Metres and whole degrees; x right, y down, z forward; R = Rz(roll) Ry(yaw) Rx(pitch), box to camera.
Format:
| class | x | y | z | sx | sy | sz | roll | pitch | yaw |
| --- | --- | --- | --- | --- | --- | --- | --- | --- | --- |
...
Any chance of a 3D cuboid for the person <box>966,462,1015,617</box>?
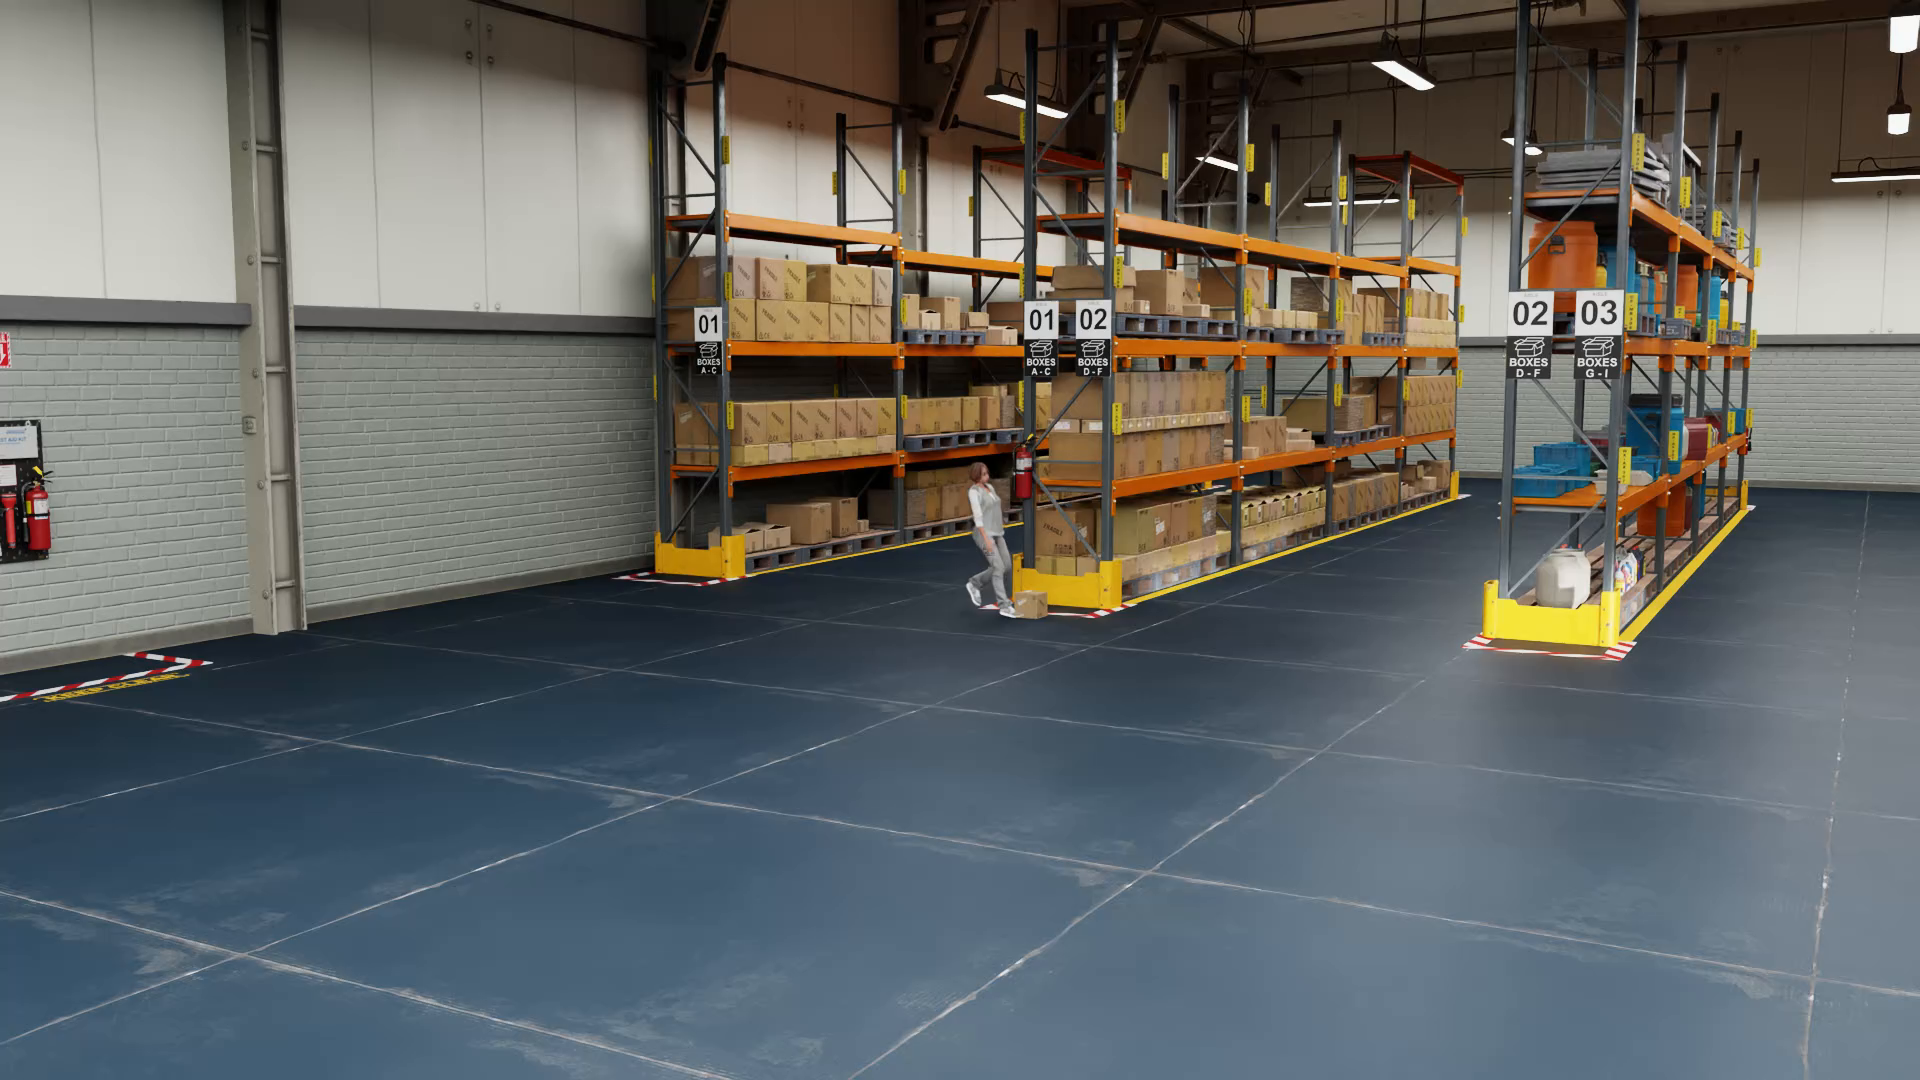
| class | x | y | z | sx | sy | sz | roll | pitch | yaw |
| --- | --- | --- | --- | --- | --- | --- | --- | --- | --- |
| person | 0.352 | -0.013 | 16.894 | 0.694 | 1.563 | 0.453 | 4 | 7 | 31 |
